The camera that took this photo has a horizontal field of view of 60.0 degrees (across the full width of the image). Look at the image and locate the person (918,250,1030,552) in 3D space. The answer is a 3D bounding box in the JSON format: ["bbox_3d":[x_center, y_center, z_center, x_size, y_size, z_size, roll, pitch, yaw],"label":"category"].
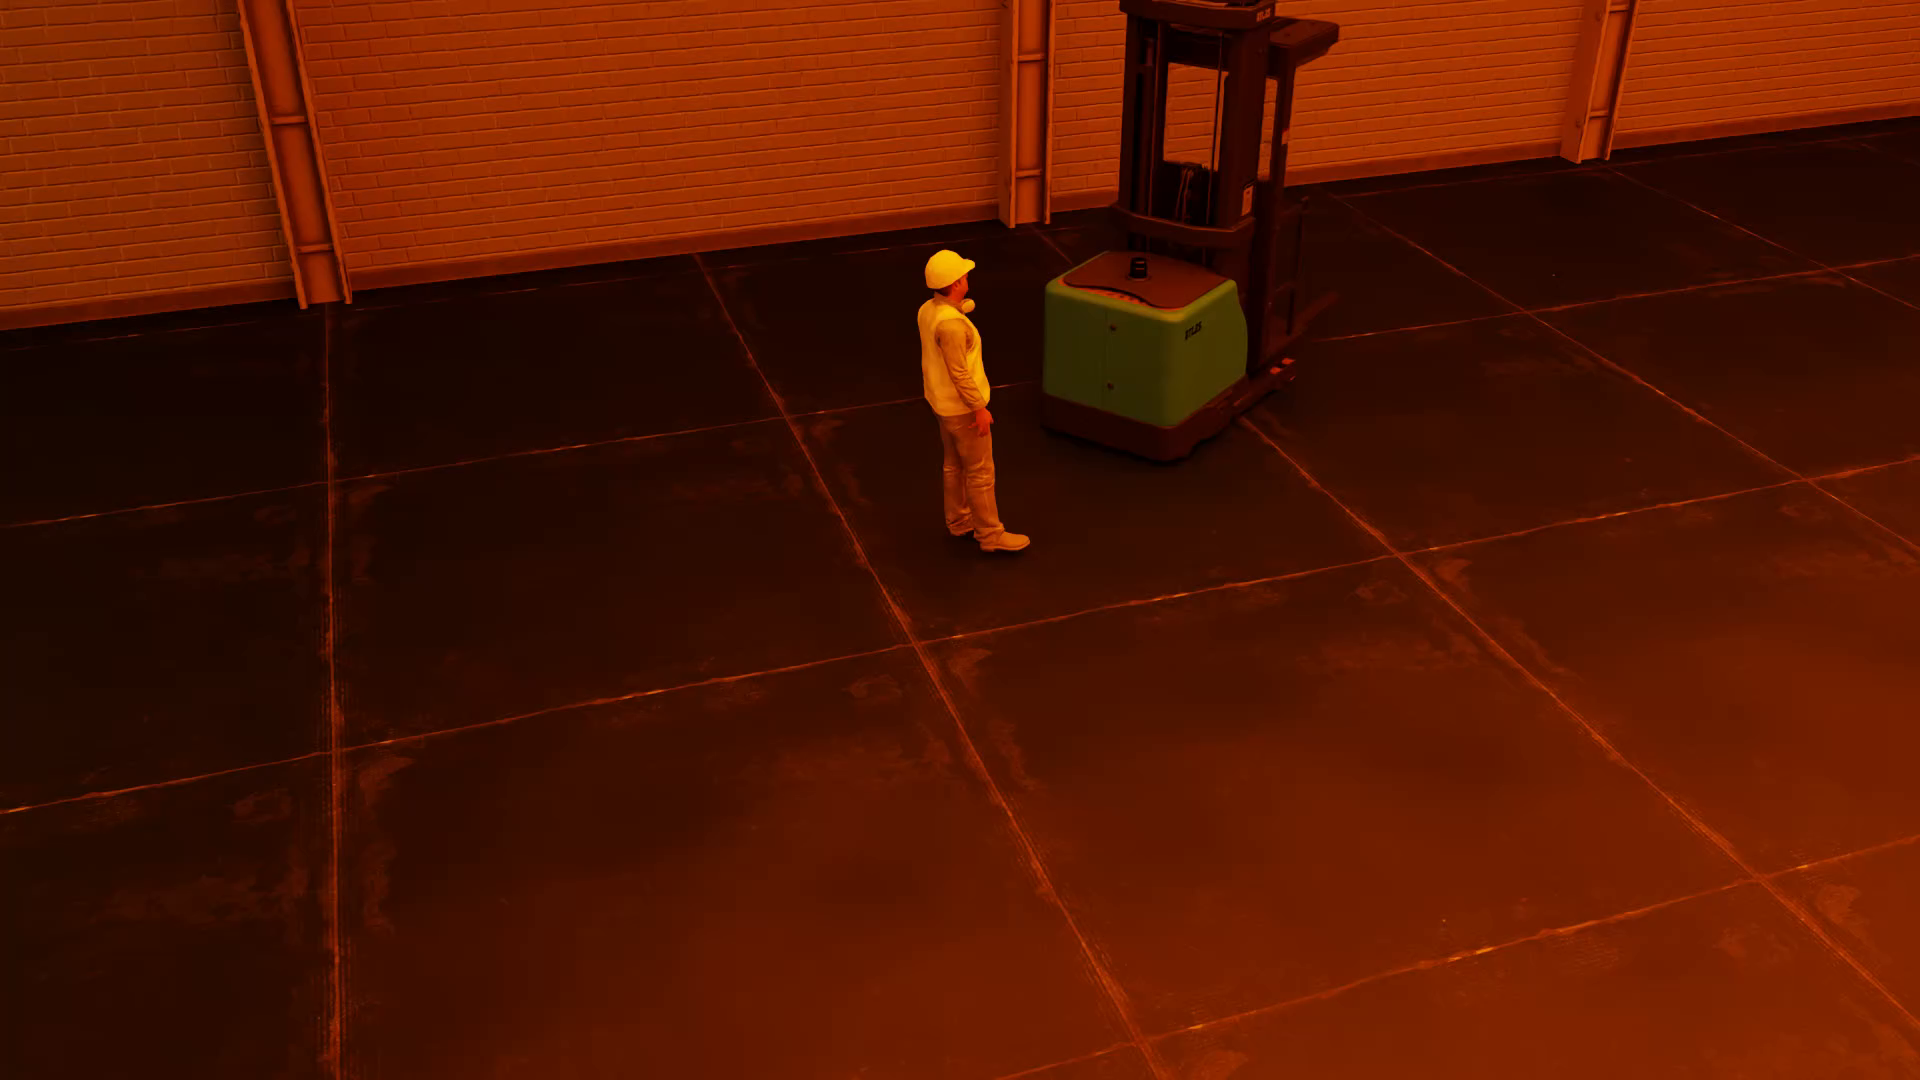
[{"bbox_3d":[0.062,-0.817,9.571,0.566,1.775,0.633,-10,31,-16],"label":"person"}]

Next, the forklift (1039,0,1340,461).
[{"bbox_3d":[1.799,-2.463,11.368,1.130,2.935,3.031,20,35,30],"label":"forklift"}]
